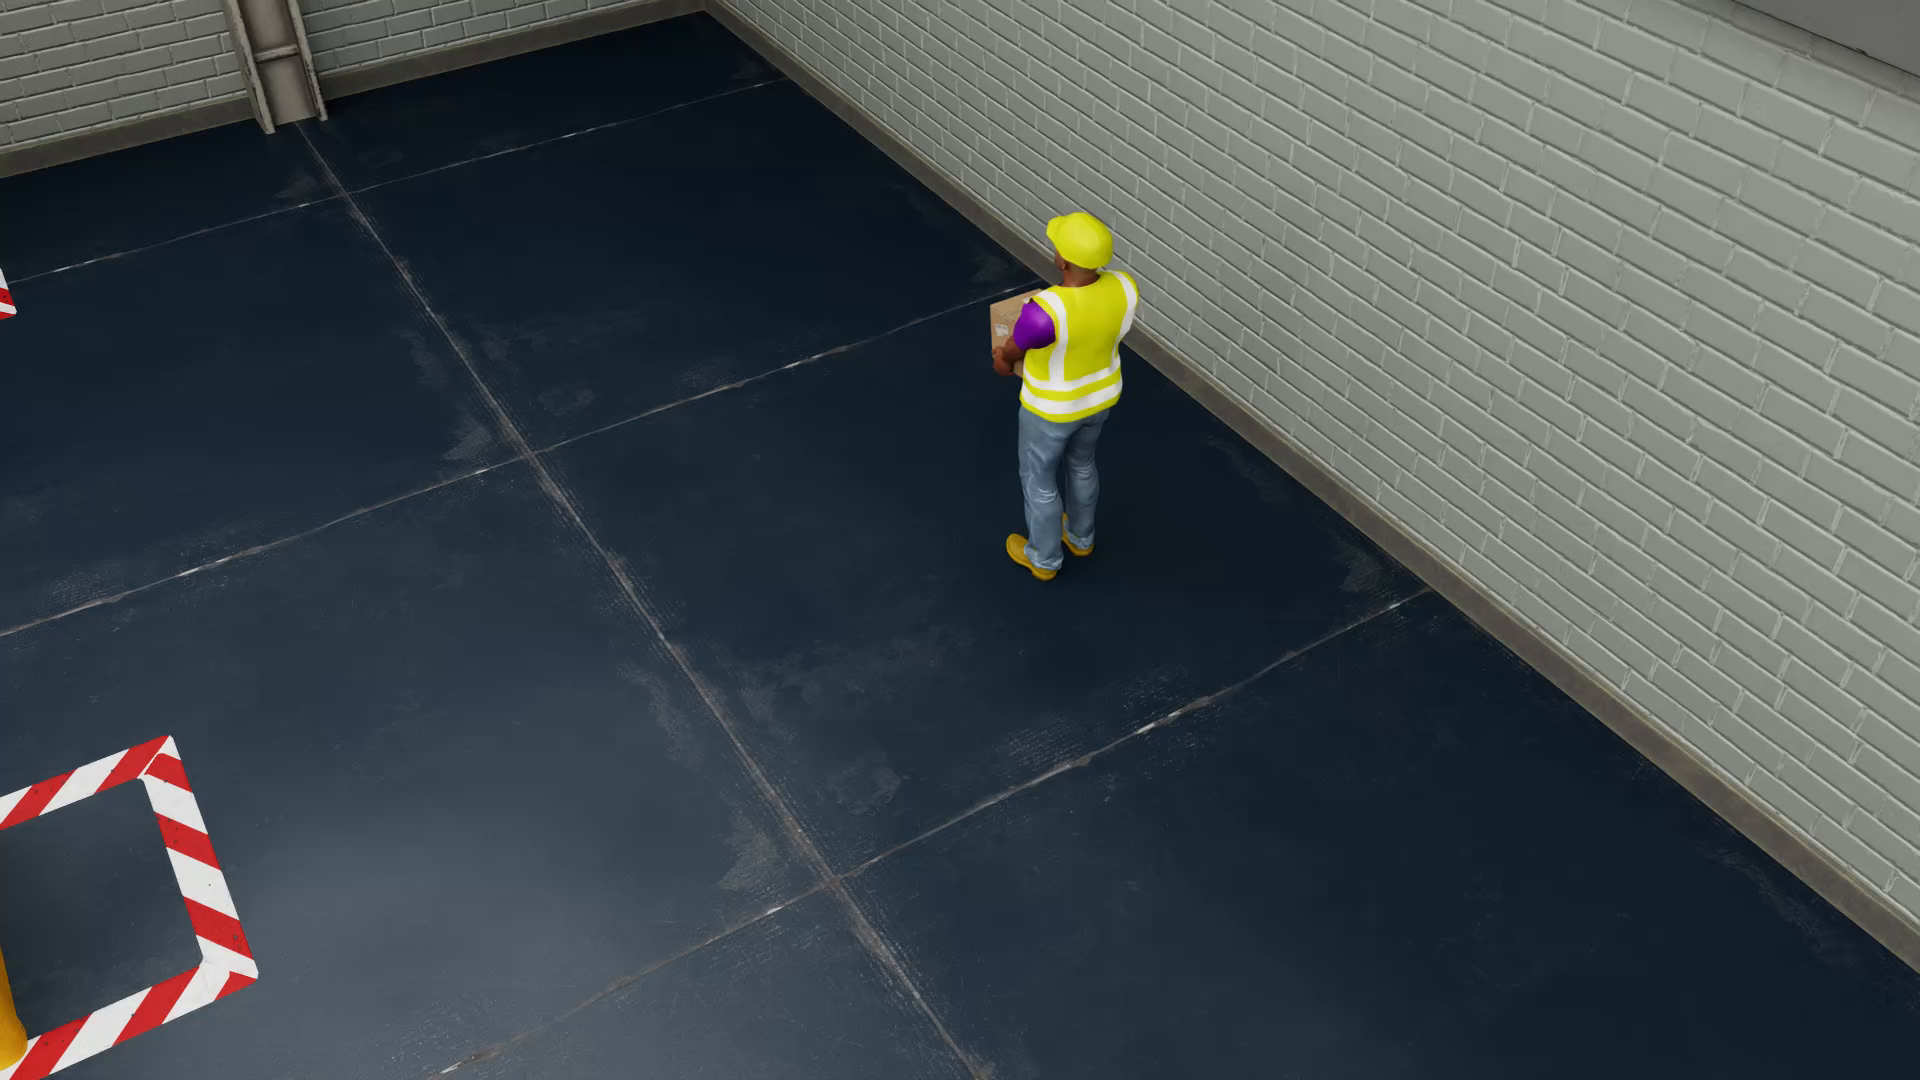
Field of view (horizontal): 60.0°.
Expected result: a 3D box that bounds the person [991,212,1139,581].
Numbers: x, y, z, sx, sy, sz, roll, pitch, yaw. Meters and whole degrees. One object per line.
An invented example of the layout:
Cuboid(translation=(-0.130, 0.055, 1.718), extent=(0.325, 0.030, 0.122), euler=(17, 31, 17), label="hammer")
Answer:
Cuboid(translation=(0.388, -0.631, 6.882), extent=(0.502, 1.761, 0.577), euler=(-22, 45, -24), label="person")
